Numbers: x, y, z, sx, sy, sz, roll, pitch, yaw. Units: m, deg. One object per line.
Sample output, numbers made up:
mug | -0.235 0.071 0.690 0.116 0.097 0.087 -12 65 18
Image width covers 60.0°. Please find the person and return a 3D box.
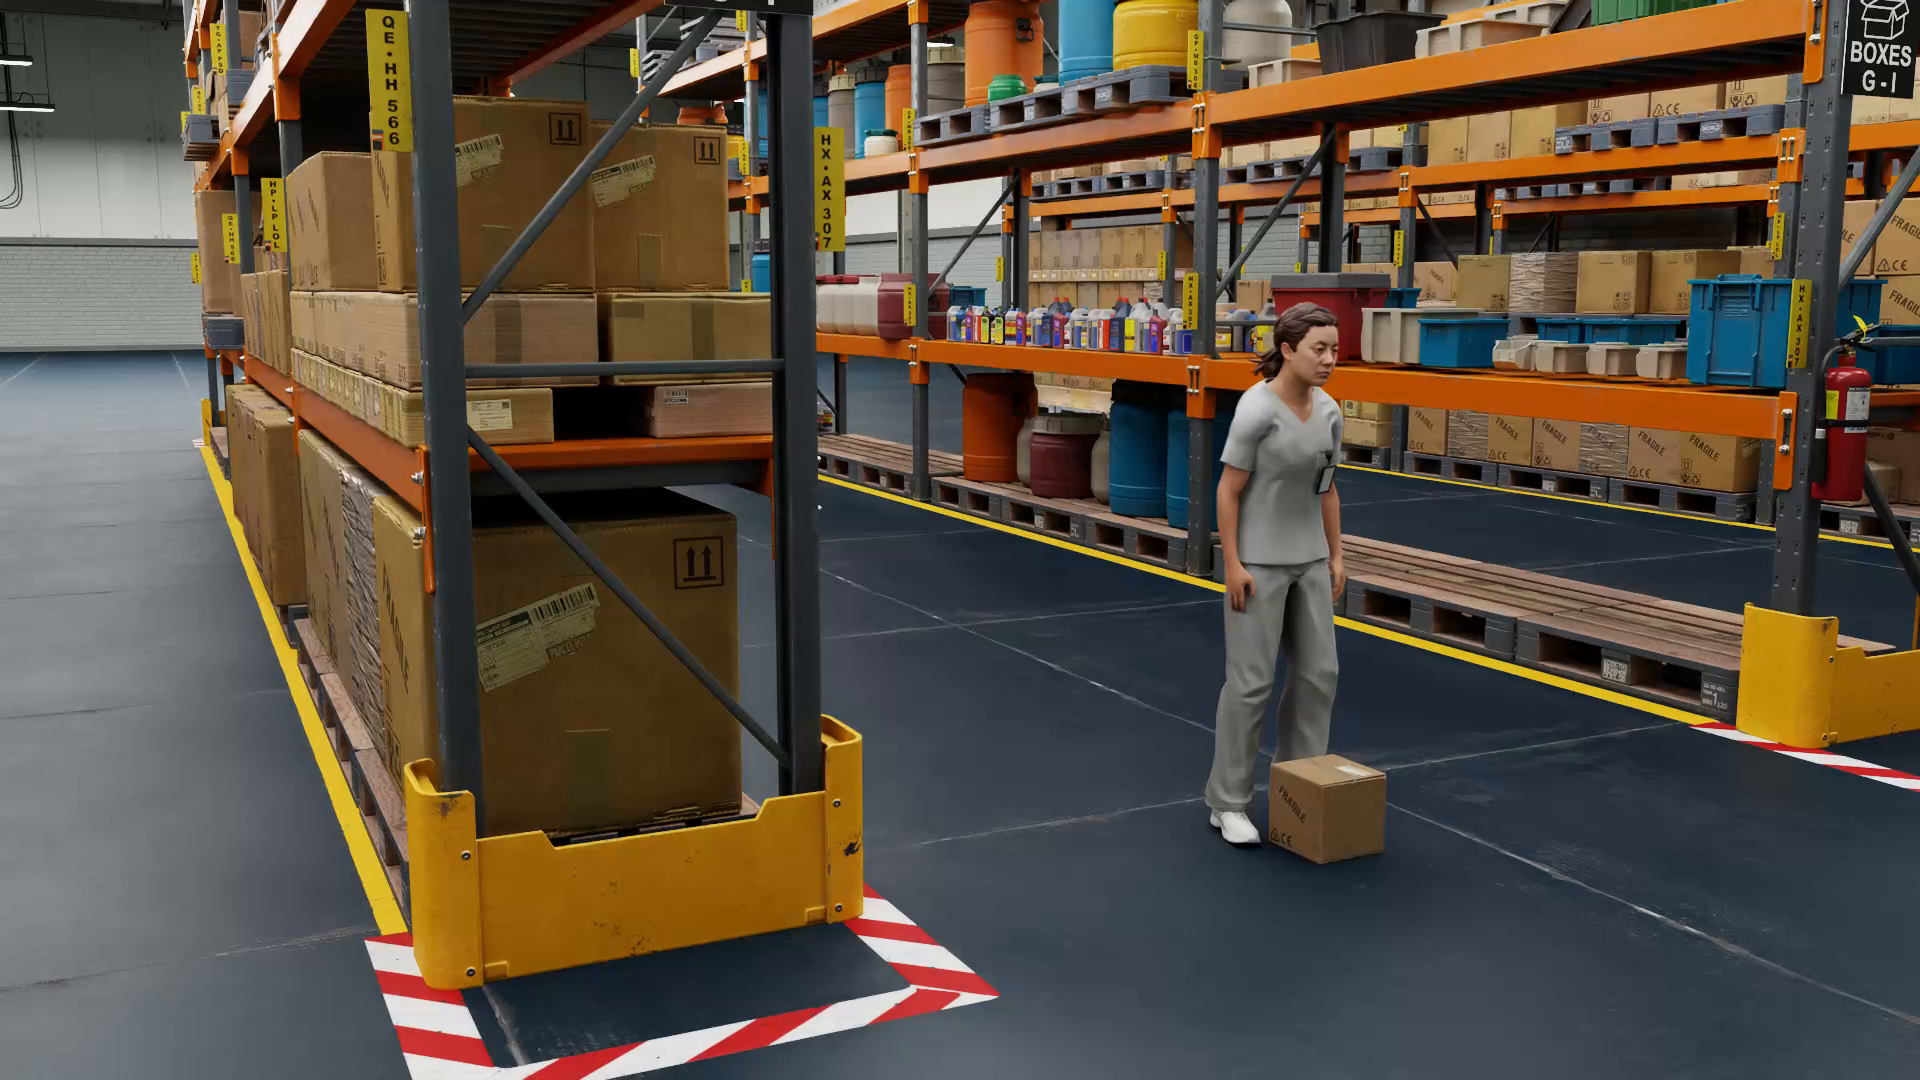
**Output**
person | 1.028 0.095 5.223 0.507 1.671 0.416 -5 10 -29
